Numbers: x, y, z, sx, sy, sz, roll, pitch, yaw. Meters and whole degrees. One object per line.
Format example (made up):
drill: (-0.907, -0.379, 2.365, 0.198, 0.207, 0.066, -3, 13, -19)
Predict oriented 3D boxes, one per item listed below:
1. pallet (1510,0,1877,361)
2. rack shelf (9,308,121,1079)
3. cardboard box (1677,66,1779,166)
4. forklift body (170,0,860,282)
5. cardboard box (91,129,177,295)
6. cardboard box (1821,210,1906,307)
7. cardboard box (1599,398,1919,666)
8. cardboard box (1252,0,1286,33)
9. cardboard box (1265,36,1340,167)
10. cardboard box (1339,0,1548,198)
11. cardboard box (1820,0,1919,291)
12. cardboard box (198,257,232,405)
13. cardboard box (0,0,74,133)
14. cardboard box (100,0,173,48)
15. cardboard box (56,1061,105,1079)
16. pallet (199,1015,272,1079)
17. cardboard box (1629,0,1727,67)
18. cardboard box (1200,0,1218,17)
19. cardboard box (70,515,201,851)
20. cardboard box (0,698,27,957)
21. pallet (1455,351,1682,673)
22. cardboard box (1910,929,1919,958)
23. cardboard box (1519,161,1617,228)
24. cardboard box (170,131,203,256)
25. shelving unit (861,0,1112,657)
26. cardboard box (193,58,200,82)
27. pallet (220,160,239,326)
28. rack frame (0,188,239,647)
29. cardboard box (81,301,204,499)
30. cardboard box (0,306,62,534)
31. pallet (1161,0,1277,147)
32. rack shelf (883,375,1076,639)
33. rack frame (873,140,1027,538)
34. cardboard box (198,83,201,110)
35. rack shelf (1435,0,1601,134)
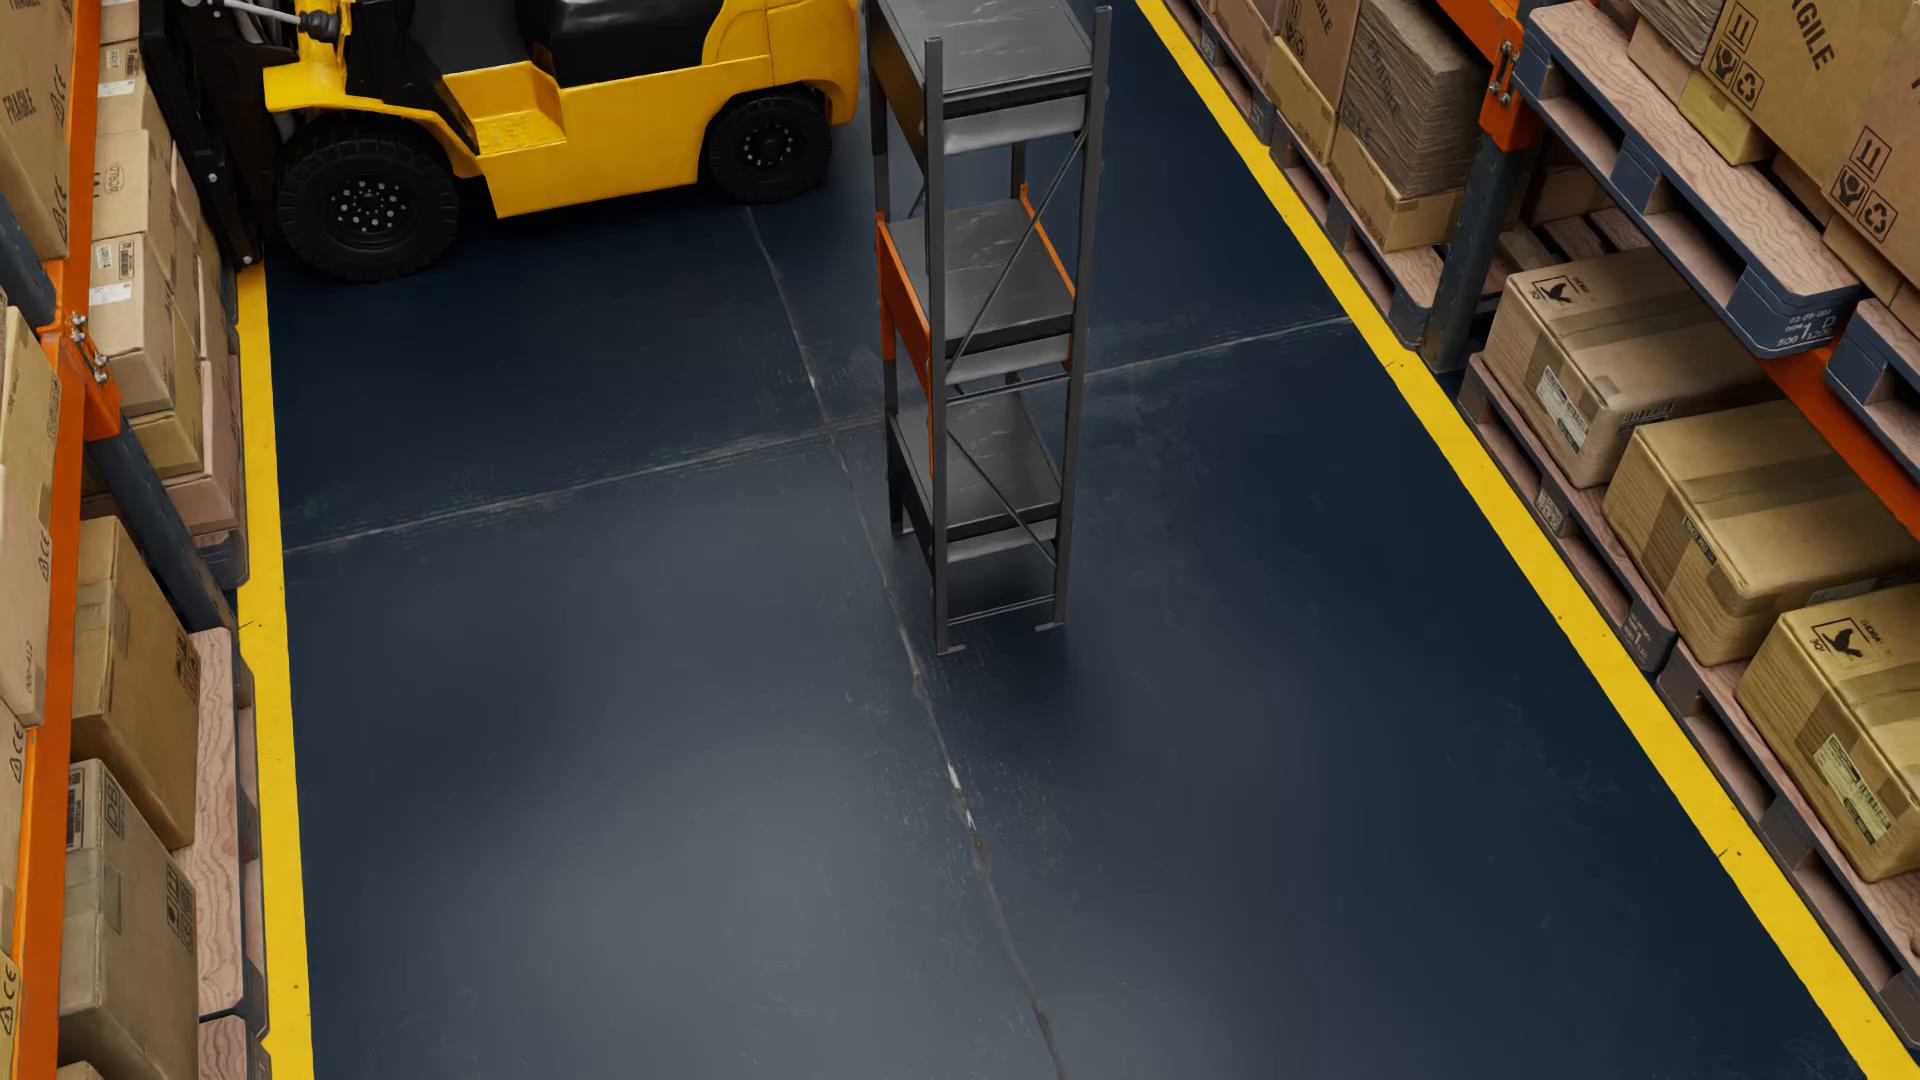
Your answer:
pallet: (2.179, -1.035, 4.286, 1.003, 0.211, 1.213, -13, 51, -11)
rack shelf: (-2.057, 1.130, 2.806, 1.077, 0.370, 4.000, -13, 51, -11)
cardboard box: (2.019, -1.082, 4.090, 0.380, 0.149, 0.250, -12, 51, -10)
forklift body: (-1.528, -2.238, 5.730, 2.313, 2.155, 1.214, -13, 51, -11)
cardboard box: (-2.634, -0.934, 4.945, 0.500, 0.250, 0.500, -13, 51, -11)
cardboard box: (2.212, -0.695, 3.764, 0.380, 0.149, 0.250, -13, 51, -10)
cardboard box: (2.465, -0.069, 4.790, 0.950, 0.372, 0.625, -10, 51, -9)
cardboard box: (1.356, -2.293, 6.255, 0.500, 0.500, 0.500, -11, 51, -9)
cardboard box: (1.493, -1.694, 6.240, 0.500, 0.250, 0.500, -15, 51, -12)
cardboard box: (1.660, -1.550, 5.628, 0.500, 0.500, 0.500, -14, 51, -11)
cardboard box: (2.238, -0.814, 3.439, 0.500, 0.500, 0.500, -14, 51, -11)
cardboard box: (-2.640, -0.607, 5.324, 0.500, 0.250, 0.500, -14, 51, -12)
cardboard box: (-2.700, -1.354, 4.365, 0.500, 0.500, 0.500, -13, 51, -10)
cardboard box: (-2.940, -1.680, 5.574, 0.500, 0.250, 0.500, -14, 51, -12)
cardboard box: (-2.037, 1.563, 3.249, 0.875, 0.625, 0.625, -15, 52, -12)
pallet: (-2.029, 1.758, 3.630, 1.003, 0.211, 1.213, -13, 51, -11)
cardboard box: (1.957, -1.544, 4.055, 0.500, 0.500, 0.500, -12, 51, -10)
cardboard box: (1.200, -2.436, 6.866, 0.500, 0.250, 0.500, -10, 51, -9)
cardboard box: (-2.484, 0.446, 4.190, 0.875, 0.625, 0.625, -11, 51, -9)
cardboard box: (-1.978, 0.530, 2.939, 0.500, 0.250, 0.500, -13, 51, -11)
pallet: (2.323, -0.220, 5.298, 1.003, 0.211, 1.213, -13, 51, -11)
cardboard box: (2.891, 0.994, 3.894, 0.950, 0.372, 0.625, -14, 51, -12)
cardboard box: (2.175, -1.428, 6.016, 0.500, 0.250, 0.500, -15, 52, -13)
cardboard box: (-2.785, -1.133, 5.440, 0.500, 0.250, 0.500, -14, 51, -11)
shelving unit: (0.049, -0.556, 4.345, 0.431, 2.100, 0.503, -13, 51, -11)
cardboard box: (-3.078, -1.868, 6.060, 0.500, 0.250, 0.500, -14, 51, -12)
pallet: (-3.208, -1.147, 6.078, 1.003, 0.211, 1.213, -13, 51, -11)
rack frame: (-2.649, -0.562, 3.762, 1.000, 3.000, 0.127, -13, 51, -11)
cardboard box: (-2.497, -0.396, 4.818, 0.500, 0.250, 0.500, -14, 51, -11)
cardboard box: (-2.250, -0.205, 3.559, 0.500, 0.250, 0.500, -12, 51, -10)
pallet: (1.495, -2.164, 6.936, 1.003, 0.211, 1.213, -13, 51, -11)
rack shelf: (0.049, -0.096, 4.891, 0.431, 0.518, 0.480, -13, 51, -11)
rack frame: (-0.023, -0.734, 4.496, 0.400, 2.100, 0.015, -13, 51, -11)
cardboard box: (-2.939, -1.354, 5.953, 0.500, 0.250, 0.500, -12, 51, -10)
rack shelf: (1.500, -2.916, 6.217, 1.077, 0.370, 4.000, -13, 51, -11)
